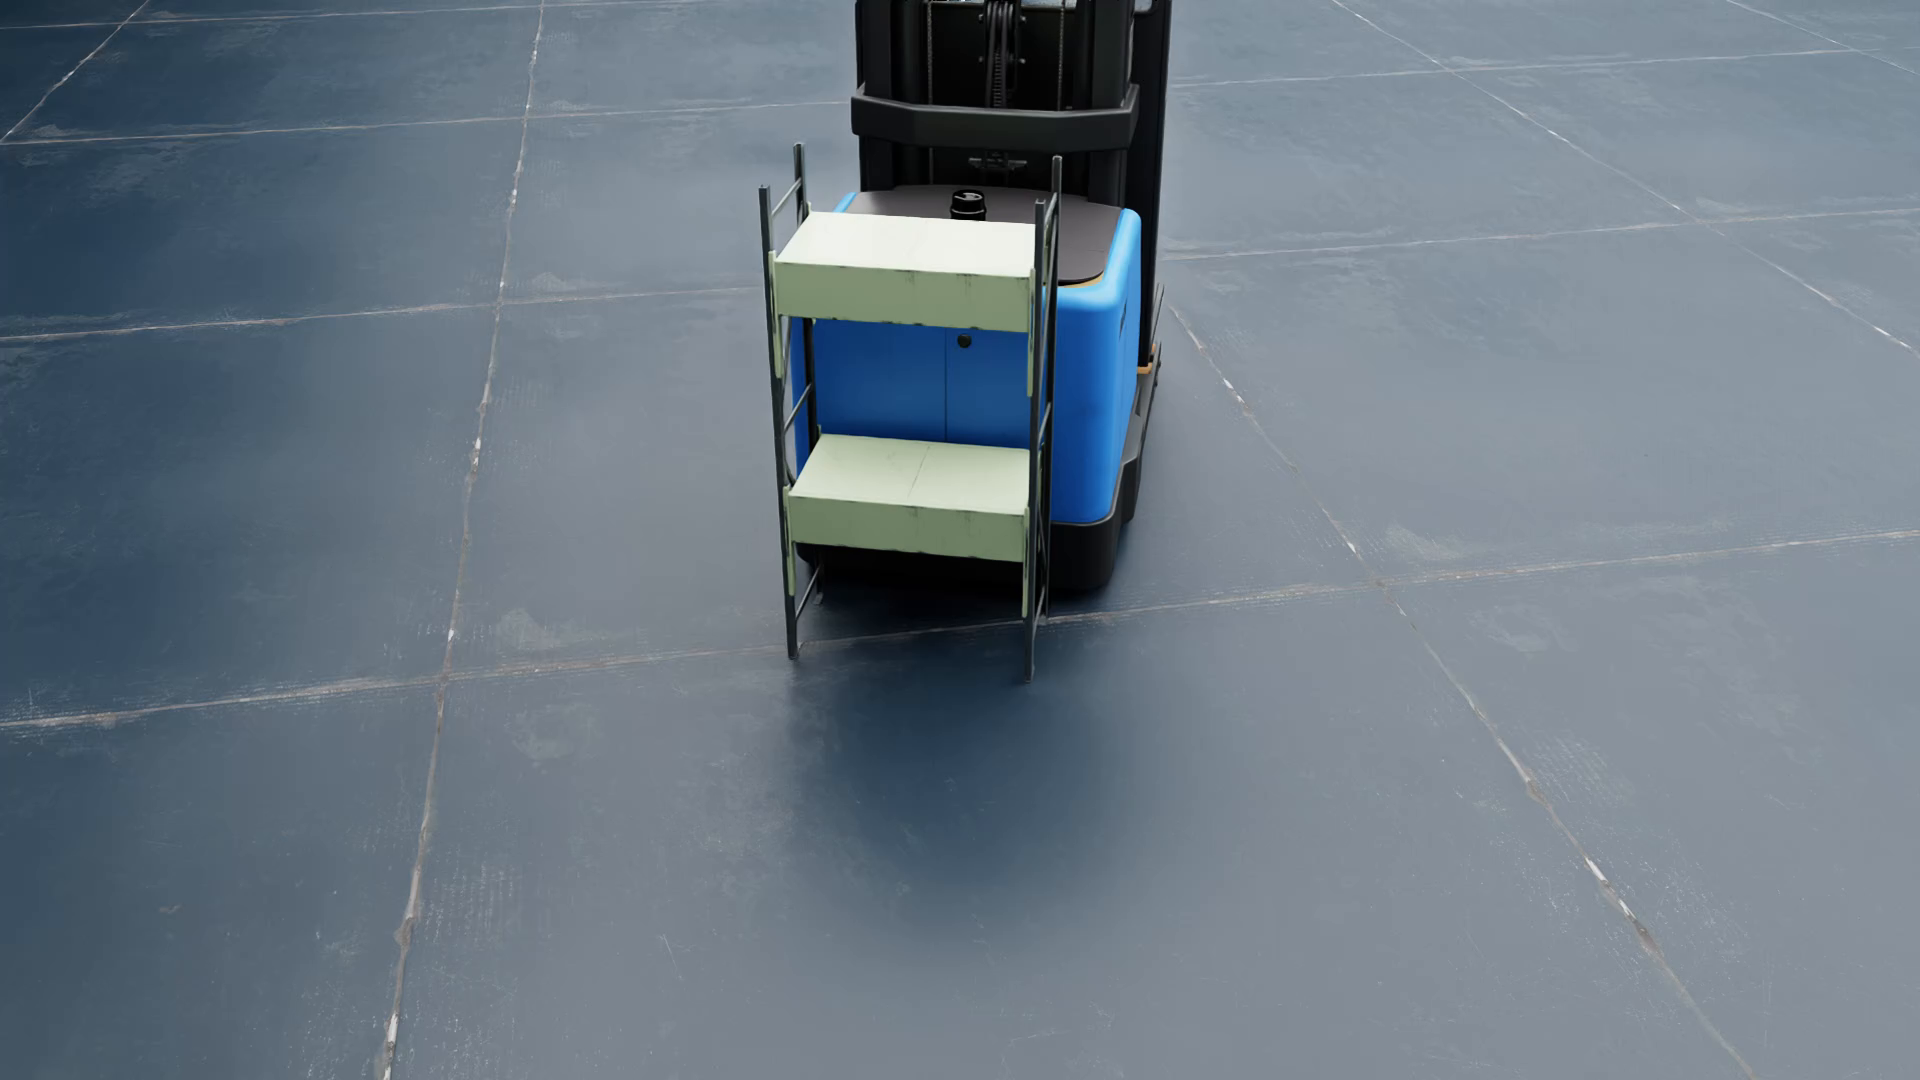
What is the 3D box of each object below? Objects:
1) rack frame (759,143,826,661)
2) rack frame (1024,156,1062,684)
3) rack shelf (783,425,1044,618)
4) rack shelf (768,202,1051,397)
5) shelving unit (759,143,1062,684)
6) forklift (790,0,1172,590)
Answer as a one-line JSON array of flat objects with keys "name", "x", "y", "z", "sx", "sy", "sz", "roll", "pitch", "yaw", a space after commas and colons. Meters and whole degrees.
[{"name": "rack frame", "x": -0.485, "y": -0.376, "z": 4.910, "sx": 0.023, "sy": 1.500, "sz": 0.400, "roll": 5, "pitch": 31, "yaw": 8}, {"name": "rack frame", "x": 0.237, "y": -0.314, "z": 4.804, "sx": 0.023, "sy": 1.500, "sz": 0.400, "roll": 5, "pitch": 31, "yaw": 8}, {"name": "rack shelf", "x": -0.124, "y": -0.064, "z": 5.022, "sx": 0.720, "sy": 0.370, "sz": 0.431, "roll": 5, "pitch": 31, "yaw": 8}, {"name": "rack shelf", "x": -0.124, "y": -0.681, "z": 4.659, "sx": 0.720, "sy": 0.370, "sz": 0.431, "roll": 5, "pitch": 31, "yaw": 8}, {"name": "shelving unit", "x": -0.124, "y": -0.345, "z": 4.857, "sx": 0.755, "sy": 1.500, "sz": 0.431, "roll": 5, "pitch": 31, "yaw": 8}, {"name": "forklift", "x": 0.224, "y": -1.834, "z": 5.977, "sx": 1.130, "sy": 2.935, "sz": 3.031, "roll": 5, "pitch": 31, "yaw": 9}]
